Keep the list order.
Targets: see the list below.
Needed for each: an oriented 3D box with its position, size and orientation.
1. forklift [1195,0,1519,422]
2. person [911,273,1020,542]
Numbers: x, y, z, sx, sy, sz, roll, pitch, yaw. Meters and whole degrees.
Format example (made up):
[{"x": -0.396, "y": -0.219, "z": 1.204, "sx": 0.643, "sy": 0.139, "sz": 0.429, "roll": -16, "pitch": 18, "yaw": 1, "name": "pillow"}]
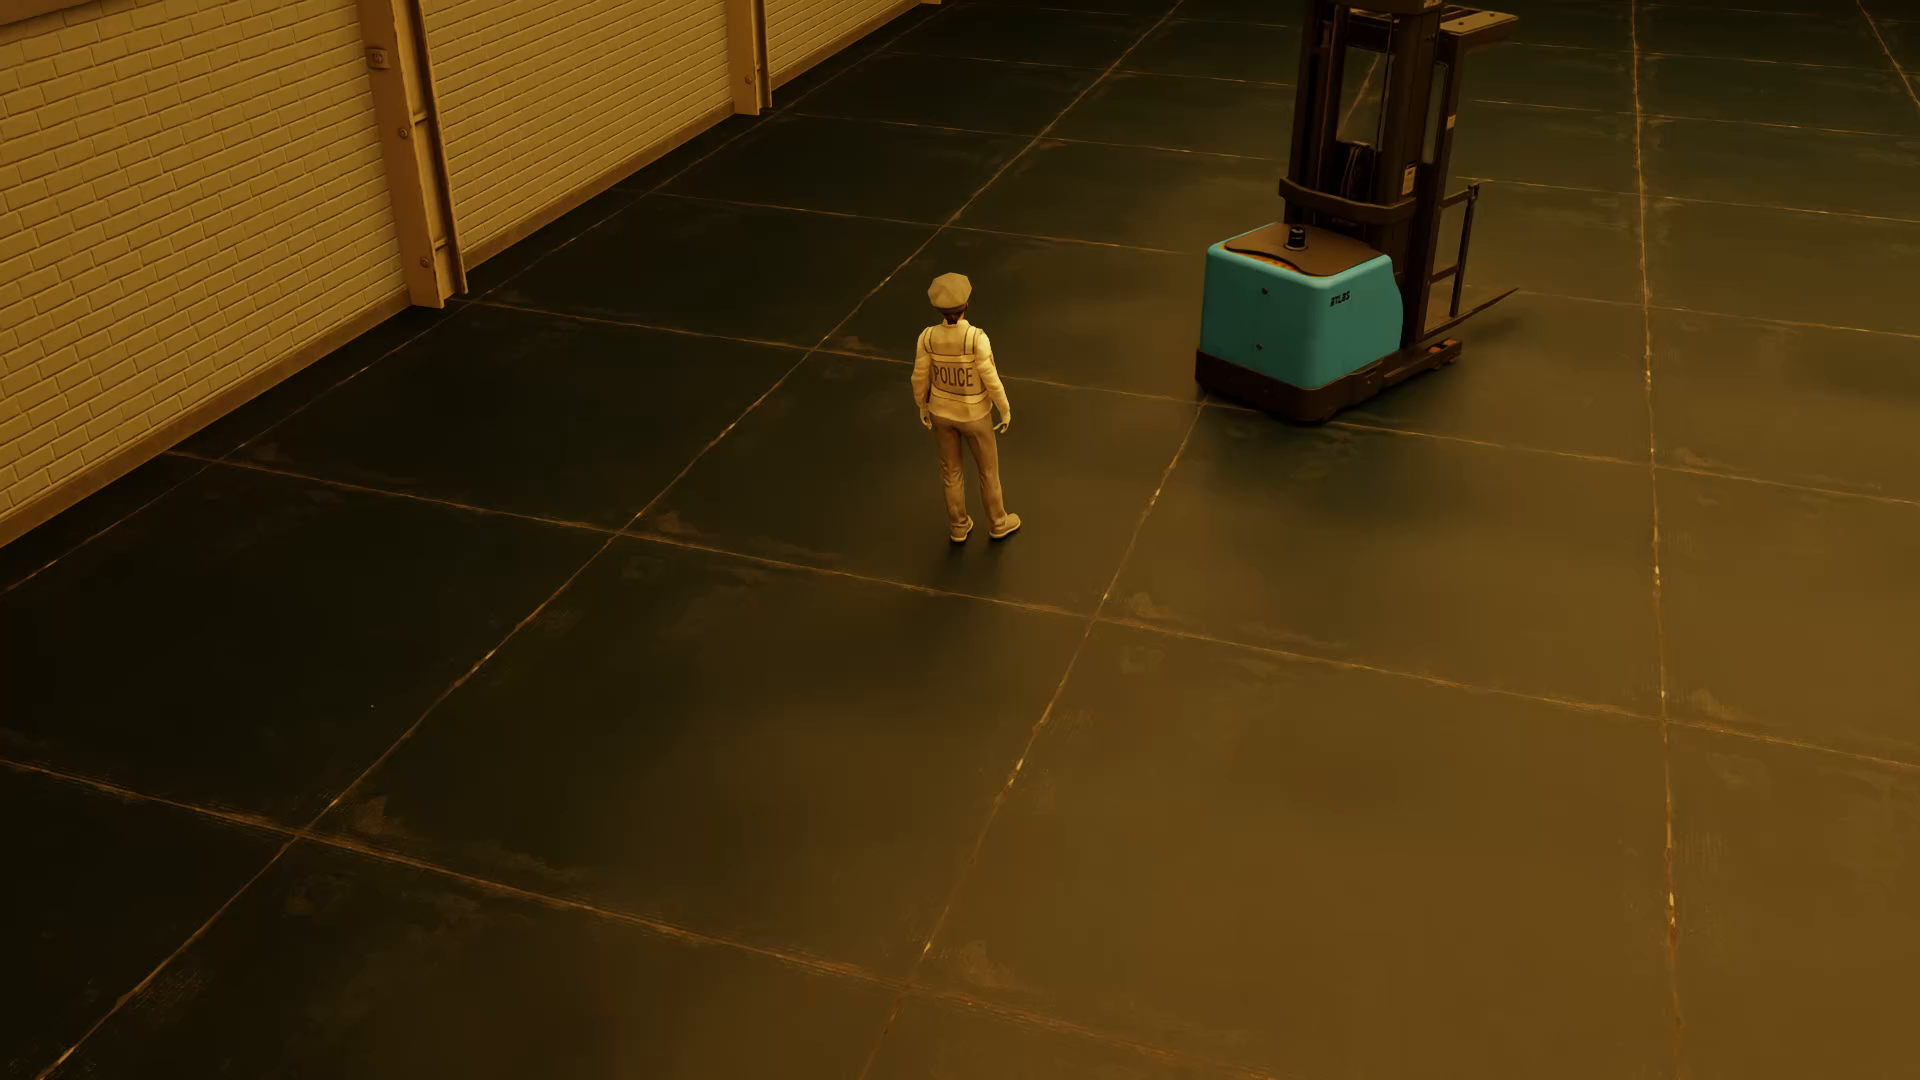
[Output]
[{"x": 3.109, "y": -2.701, "z": 11.875, "sx": 3.031, "sy": 2.935, "sz": 1.130, "roll": -25, "pitch": 38, "yaw": -37, "name": "forklift"}, {"x": 0.029, "y": -0.773, "z": 9.727, "sx": 0.586, "sy": 1.694, "sz": 0.530, "roll": 10, "pitch": 31, "yaw": 16, "name": "person"}]
